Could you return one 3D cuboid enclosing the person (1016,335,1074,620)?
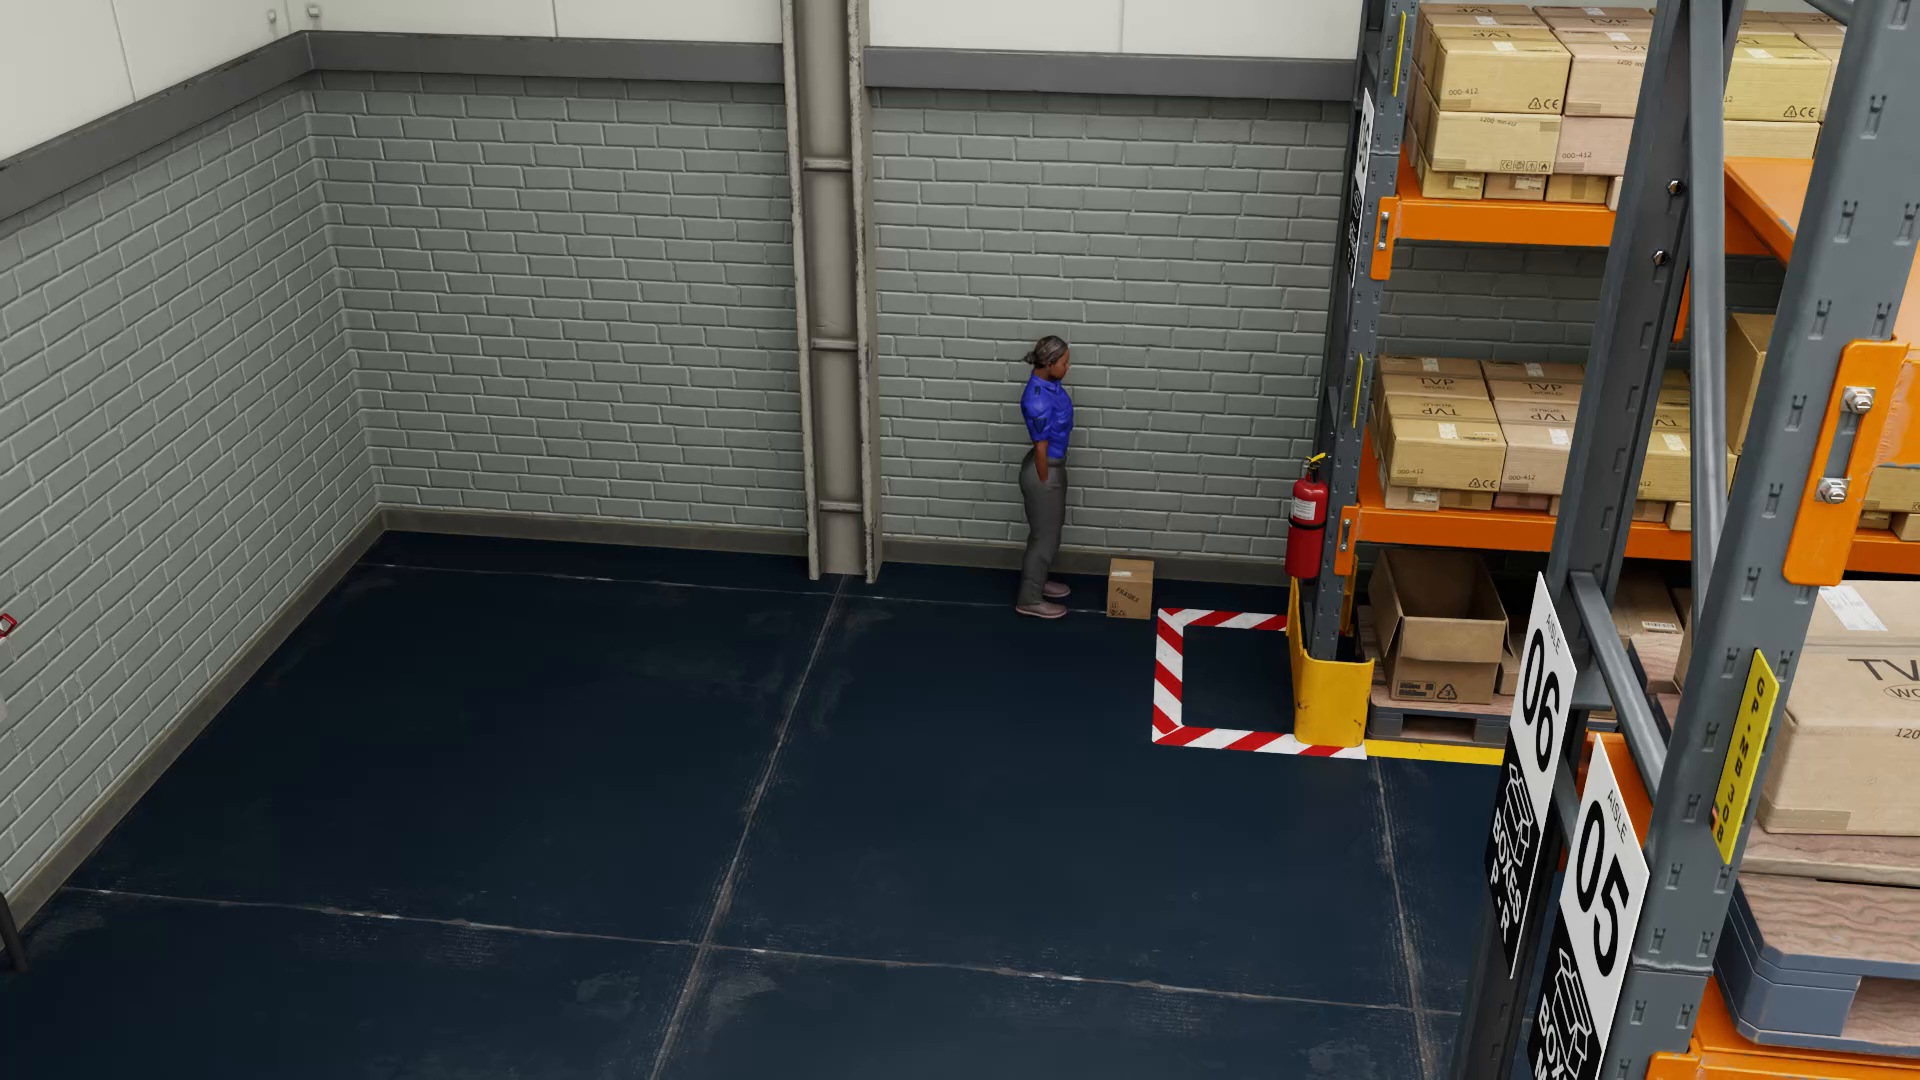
[{"bbox_3d":[0.485,-0.360,9.314,0.299,1.642,0.438,4,29,7],"label":"person"}]
